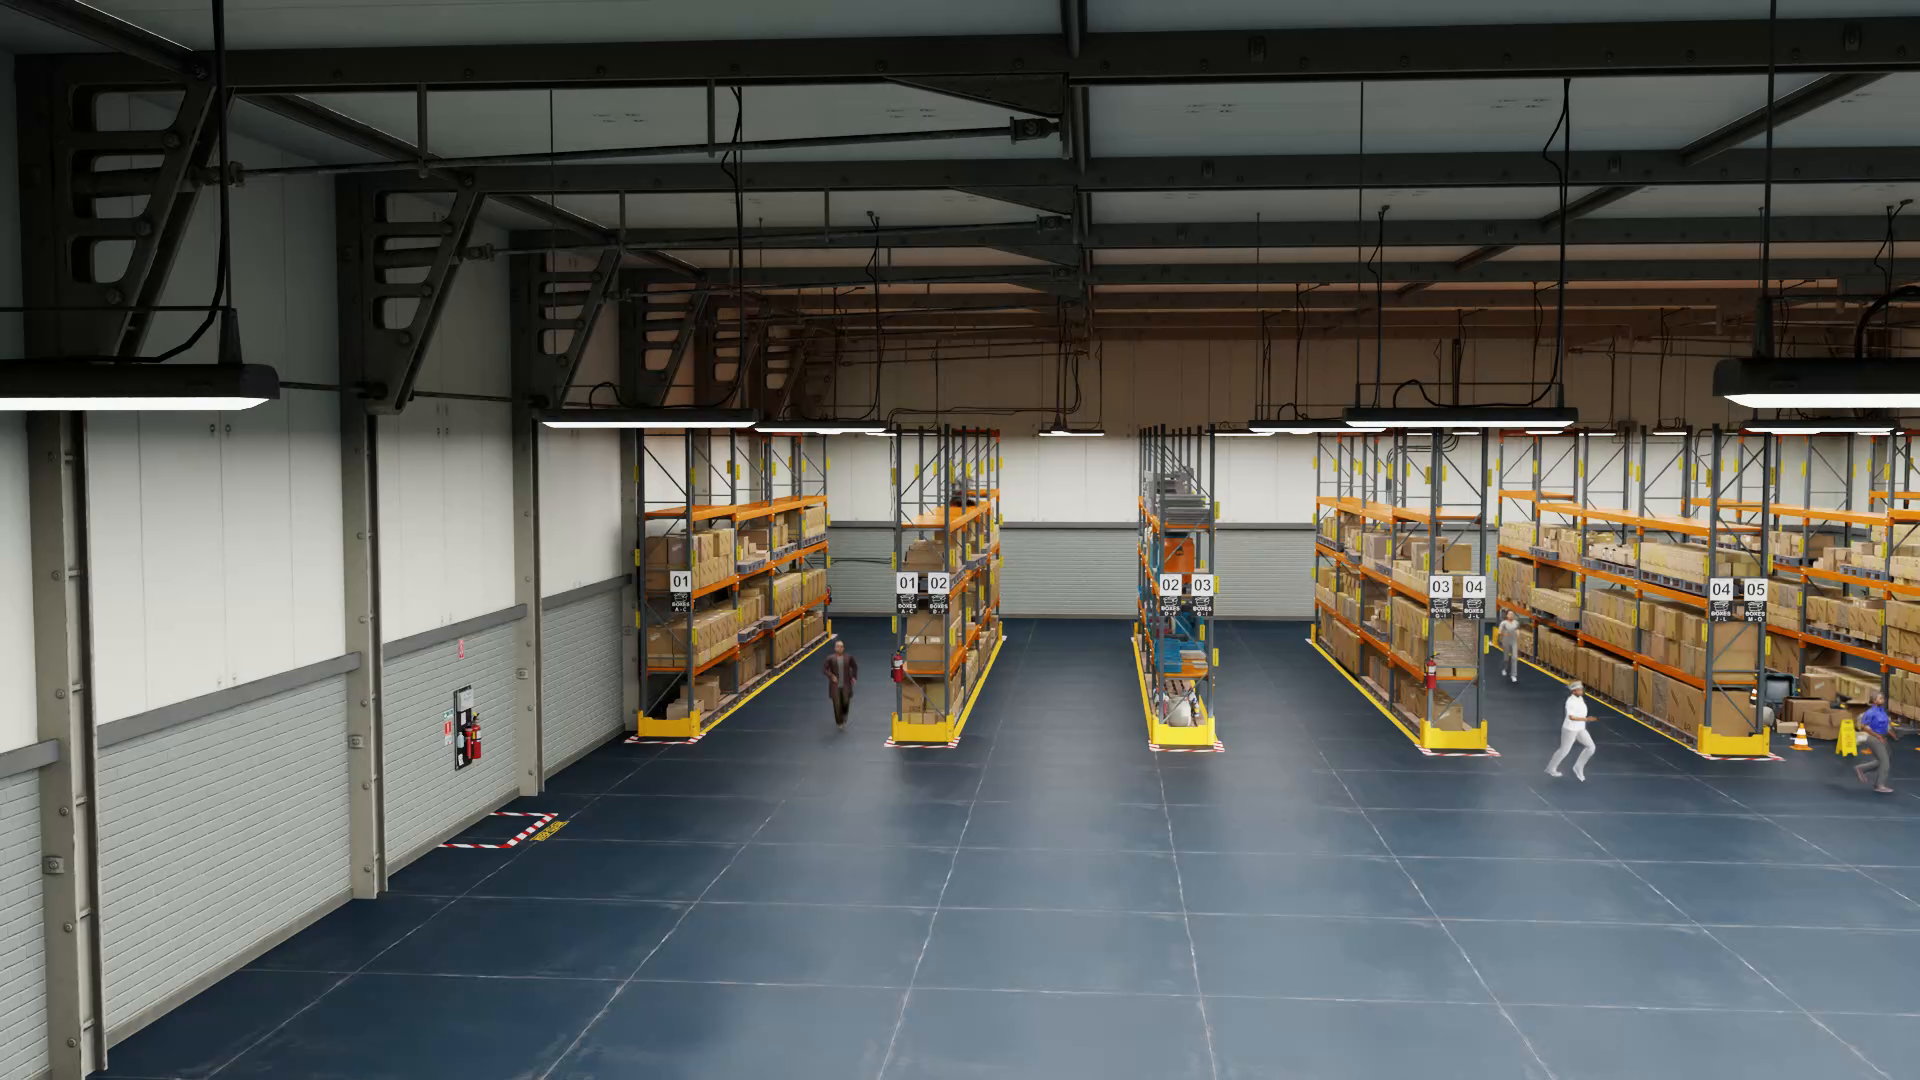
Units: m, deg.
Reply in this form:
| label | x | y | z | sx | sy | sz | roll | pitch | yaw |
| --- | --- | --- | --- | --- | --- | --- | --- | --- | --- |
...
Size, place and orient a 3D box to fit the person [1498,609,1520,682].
| label | x | y | z | sx | sy | sz | roll | pitch | yaw |
| --- | --- | --- | --- | --- | --- | --- | --- | --- | --- |
| person | 13.007 | 2.469 | 39.335 | 0.567 | 1.659 | 0.955 | 0 | 3 | 3 |

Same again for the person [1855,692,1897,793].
| label | x | y | z | sx | sy | sz | roll | pitch | yaw |
| --- | --- | --- | --- | --- | --- | --- | --- | --- | --- |
| person | 14.859 | 3.271 | 27.029 | 0.578 | 1.605 | 0.644 | -3 | 4 | -37 |

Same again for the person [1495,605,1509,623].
| label | x | y | z | sx | sy | sz | roll | pitch | yaw |
| --- | --- | --- | --- | --- | --- | --- | --- | --- | --- |
| person | 15.552 | 2.020 | 47.540 | 0.563 | 1.605 | 0.691 | 2 | 4 | 29 |

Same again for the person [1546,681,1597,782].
| label | x | y | z | sx | sy | sz | roll | pitch | yaw |
| --- | --- | --- | --- | --- | --- | --- | --- | --- | --- |
| person | 10.287 | 3.182 | 27.839 | 0.583 | 1.703 | 0.854 | -3 | 5 | -40 |

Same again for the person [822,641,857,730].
| label | x | y | z | sx | sy | sz | roll | pitch | yaw |
| --- | --- | --- | --- | --- | --- | --- | --- | --- | --- |
| person | -2.356 | 2.866 | 32.754 | 0.707 | 1.736 | 0.633 | 0 | 4 | -8 |
